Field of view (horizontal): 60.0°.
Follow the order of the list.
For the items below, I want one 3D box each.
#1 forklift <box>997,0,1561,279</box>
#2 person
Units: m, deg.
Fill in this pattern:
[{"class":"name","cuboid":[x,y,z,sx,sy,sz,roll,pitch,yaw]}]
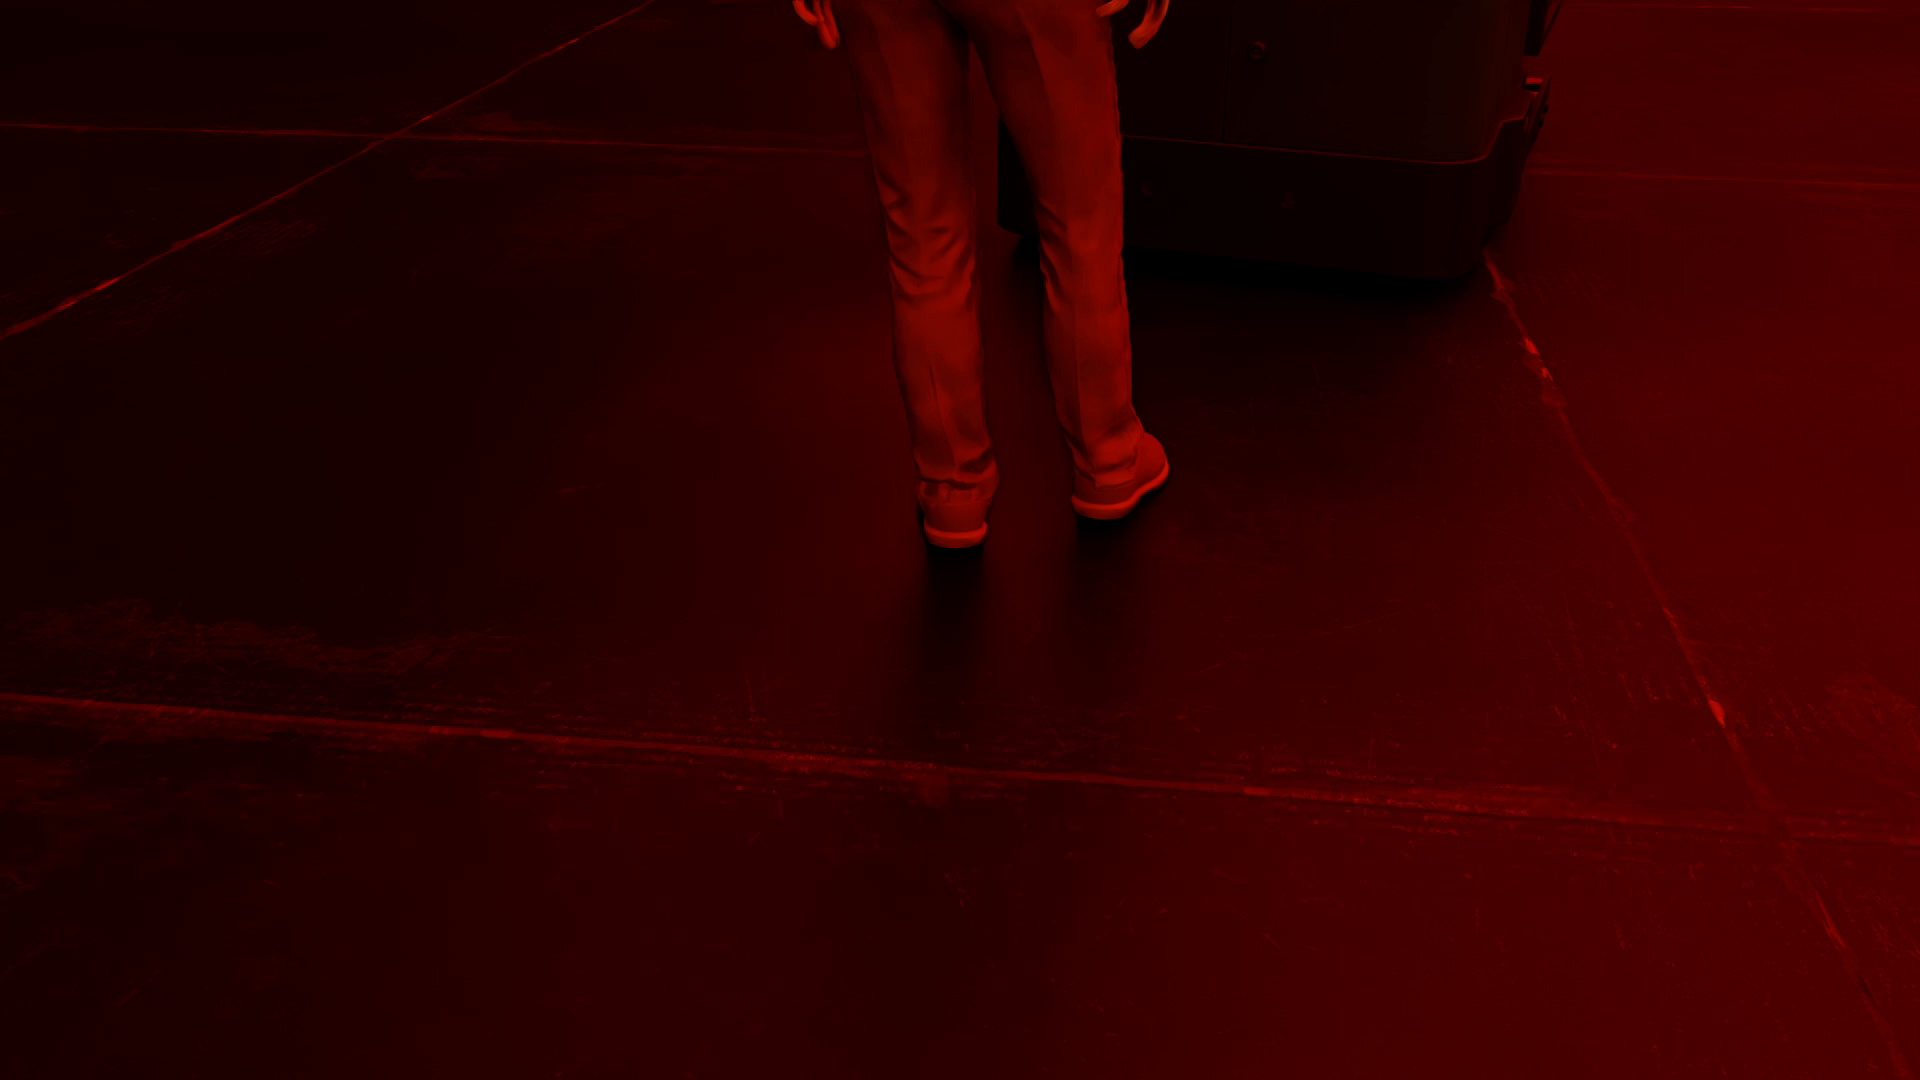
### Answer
[{"class":"forklift","cuboid":[1.096,-2.483,4.195,1.130,2.935,3.031,10,28,19]},{"class":"person","cuboid":[0.031,-0.801,2.201,0.578,1.696,0.572,10,28,19]}]
